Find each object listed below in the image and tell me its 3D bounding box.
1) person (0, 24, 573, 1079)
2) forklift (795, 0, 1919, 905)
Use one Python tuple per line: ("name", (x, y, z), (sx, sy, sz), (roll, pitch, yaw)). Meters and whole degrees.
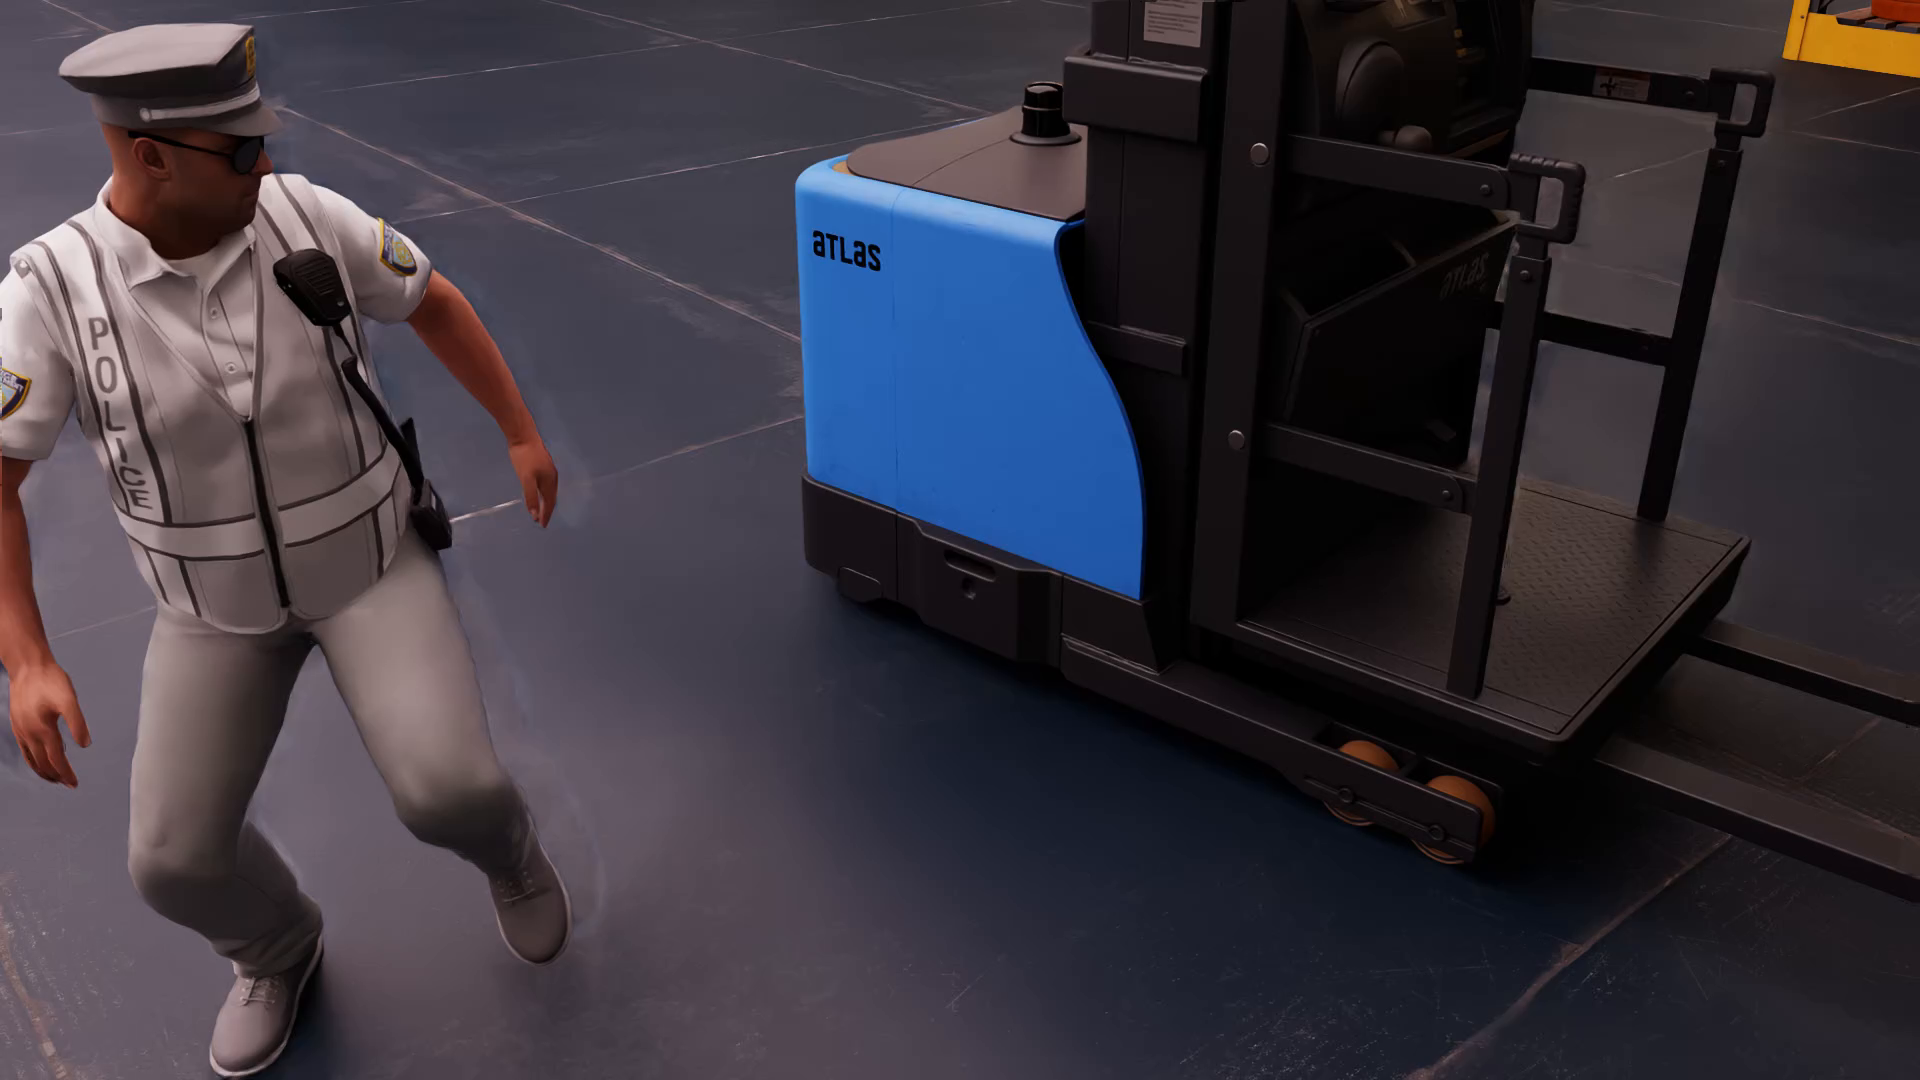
("person", (-1.011, 0.067, 2.541), (0.822, 1.656, 0.609), (-8, 27, -15))
("forklift", (1.058, -0.950, 3.118), (3.031, 2.935, 1.130), (20, 33, 35))
